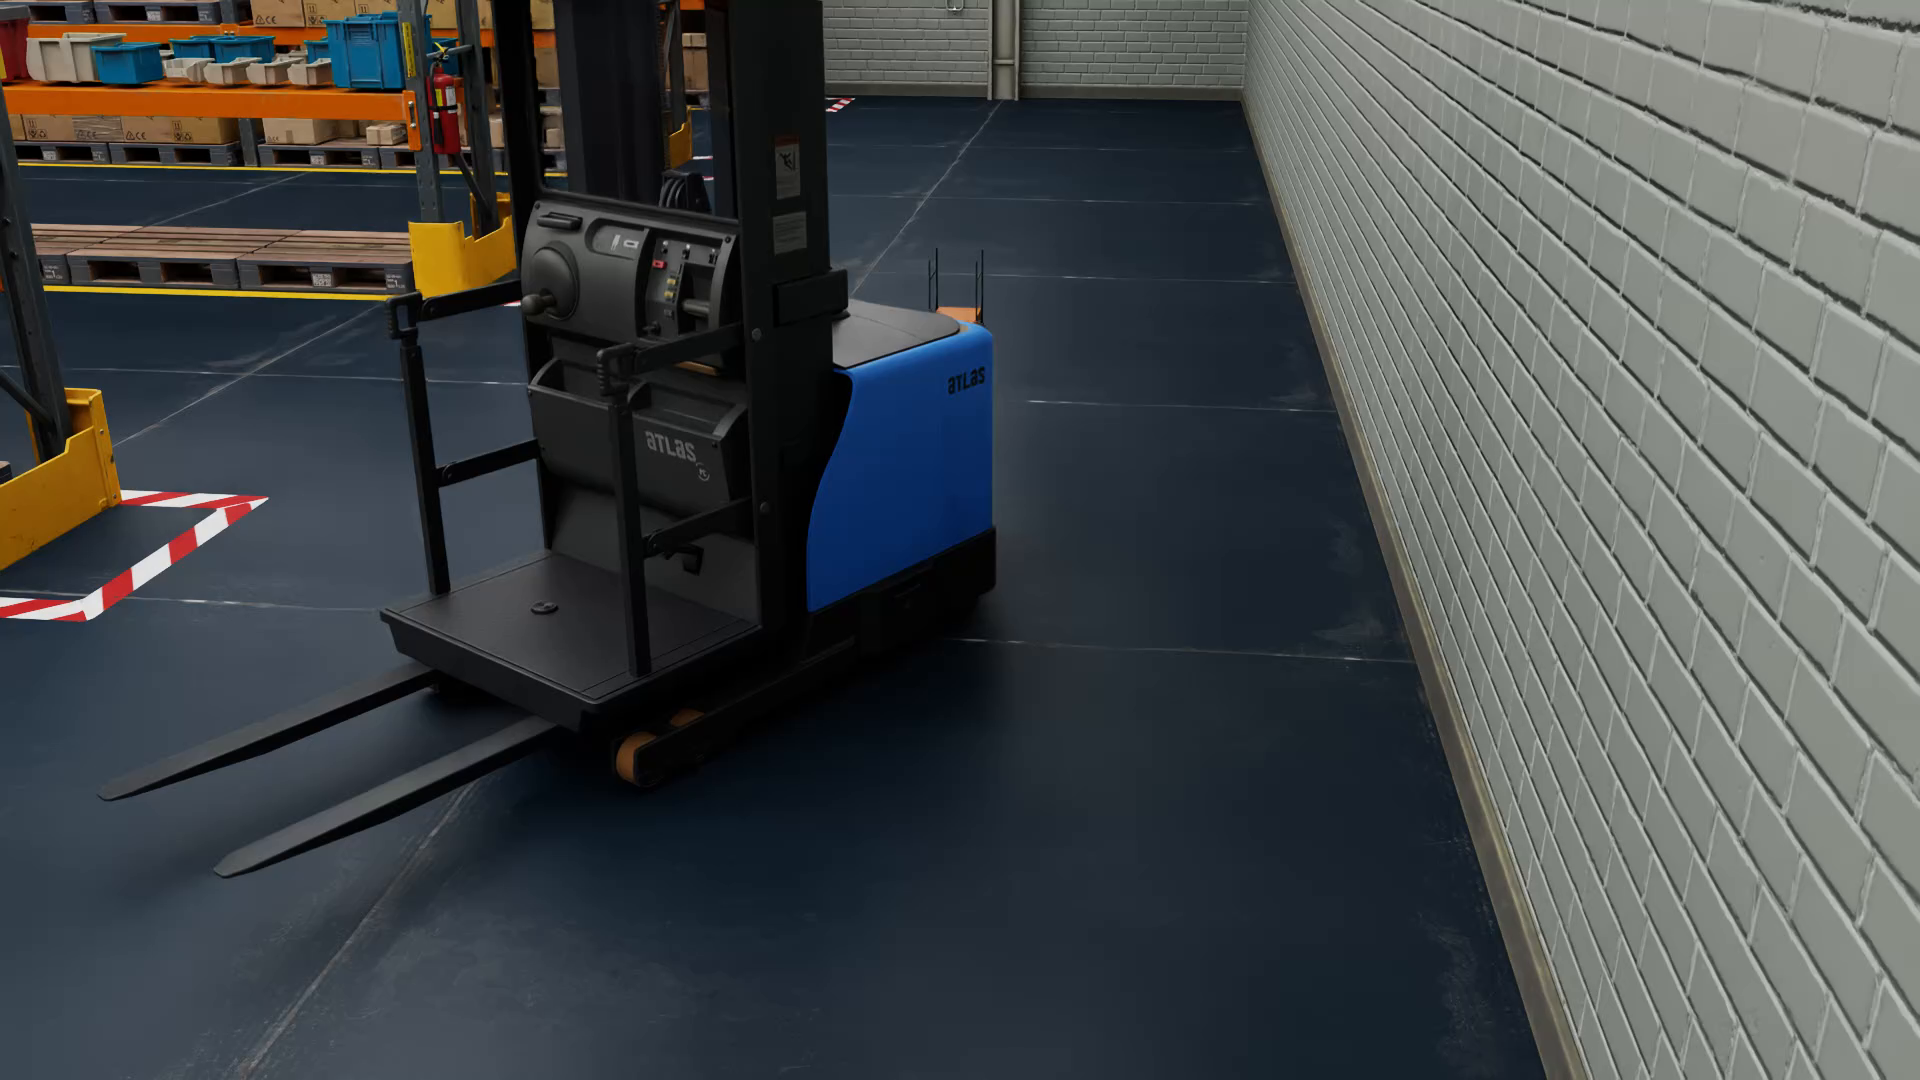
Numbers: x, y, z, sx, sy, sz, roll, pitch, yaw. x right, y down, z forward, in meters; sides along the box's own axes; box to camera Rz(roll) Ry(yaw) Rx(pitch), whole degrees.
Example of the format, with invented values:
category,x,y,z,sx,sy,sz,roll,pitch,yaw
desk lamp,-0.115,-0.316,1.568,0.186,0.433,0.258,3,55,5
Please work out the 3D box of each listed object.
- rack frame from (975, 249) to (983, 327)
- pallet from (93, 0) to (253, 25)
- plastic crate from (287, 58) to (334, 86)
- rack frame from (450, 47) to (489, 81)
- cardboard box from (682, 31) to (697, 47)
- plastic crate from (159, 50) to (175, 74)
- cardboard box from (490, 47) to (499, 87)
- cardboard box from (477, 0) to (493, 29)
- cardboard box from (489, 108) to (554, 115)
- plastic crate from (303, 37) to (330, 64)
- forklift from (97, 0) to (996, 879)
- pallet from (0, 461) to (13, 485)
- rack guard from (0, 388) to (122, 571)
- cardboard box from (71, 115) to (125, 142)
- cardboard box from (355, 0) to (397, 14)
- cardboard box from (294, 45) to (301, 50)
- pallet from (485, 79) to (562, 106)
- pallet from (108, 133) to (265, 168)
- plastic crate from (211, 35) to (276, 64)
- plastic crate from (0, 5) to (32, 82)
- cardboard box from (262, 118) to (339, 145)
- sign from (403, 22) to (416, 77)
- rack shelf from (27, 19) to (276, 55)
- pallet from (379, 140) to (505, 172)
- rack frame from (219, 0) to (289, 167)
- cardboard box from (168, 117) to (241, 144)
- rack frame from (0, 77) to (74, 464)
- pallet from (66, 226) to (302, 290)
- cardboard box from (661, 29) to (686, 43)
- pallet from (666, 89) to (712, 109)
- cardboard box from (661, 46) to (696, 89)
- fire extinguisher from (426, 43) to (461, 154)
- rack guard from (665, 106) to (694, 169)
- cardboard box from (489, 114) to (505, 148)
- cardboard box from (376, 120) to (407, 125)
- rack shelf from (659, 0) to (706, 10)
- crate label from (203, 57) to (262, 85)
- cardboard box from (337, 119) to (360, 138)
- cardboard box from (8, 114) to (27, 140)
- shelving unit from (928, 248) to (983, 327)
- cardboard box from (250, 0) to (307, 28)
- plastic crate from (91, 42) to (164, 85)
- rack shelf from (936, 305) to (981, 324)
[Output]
category,x,y,z,sx,sy,sz,roll,pitch,yaw
rack frame,0.076,-0.555,6.711,0.006,1.200,0.240,2,22,6
pallet,-7.555,-5.154,16.156,1.213,0.211,1.003,2,22,6
plastic crate,-4.220,-3.061,10.881,0.243,0.136,0.396,2,22,6
rack frame,-6.195,-6.977,20.508,0.127,3.000,1.000,2,22,6
cardboard box,-3.333,-6.082,20.191,0.250,0.149,0.380,3,22,8
plastic crate,-5.596,-3.300,11.483,0.466,0.136,0.293,2,22,6
cardboard box,-5.464,-5.940,20.714,0.500,0.500,0.700,3,22,7
cardboard box,-4.289,-5.007,15.388,0.500,0.500,0.500,3,22,7
cardboard box,-4.302,-4.092,16.351,0.500,0.250,0.500,2,22,6
plastic crate,-4.249,-3.296,11.344,0.300,0.233,0.416,2,22,6
forklift,-1.174,-0.819,5.024,1.130,2.935,3.031,16,27,35
pallet,-4.775,-0.088,6.875,1.213,0.211,1.003,2,22,6
rack guard,-3.948,-0.215,6.804,0.348,0.500,1.175,2,22,6
cardboard box,-8.286,-4.174,16.218,0.500,0.500,0.500,3,22,7
cardboard box,-5.295,-5.050,15.497,0.500,0.500,0.500,2,22,6
cardboard box,-8.583,-6.226,20.960,0.750,0.750,0.750,2,22,6
pallet,-5.449,-5.619,20.865,1.213,0.211,1.003,2,22,6
pallet,-7.587,-3.893,16.500,1.213,0.211,1.003,2,22,6
plastic crate,-4.903,-3.325,11.416,0.300,0.233,0.416,2,22,6
plastic crate,-6.504,-3.288,11.007,0.583,0.464,0.402,2,22,6
cardboard box,-6.383,-4.025,16.101,0.500,0.311,0.500,2,22,6
sign,-3.437,-3.061,10.381,0.005,0.325,0.100,2,22,6
rack shelf,-8.760,-4.920,16.284,4.000,0.370,1.077,2,22,6
pallet,-4.878,-3.790,16.238,1.213,0.211,1.003,2,22,6
rack frame,-6.774,-5.168,15.933,0.127,3.000,1.000,2,22,6
cardboard box,-7.298,-4.127,16.101,0.500,0.500,0.500,2,22,6
rack frame,-3.972,-1.379,6.347,0.127,3.000,1.000,2,22,6
pallet,-5.411,-1.994,11.696,1.213,0.211,1.003,2,22,6
cardboard box,-3.534,-6.233,20.571,0.250,0.149,0.380,3,22,7
pallet,-3.026,-5.513,20.598,1.213,0.211,1.003,2,22,6
cardboard box,-3.427,-5.852,20.492,0.500,0.500,0.700,2,22,6
fire extinguisher,-3.292,-2.805,10.568,0.183,0.674,0.296,2,22,6
rack guard,-2.878,-3.836,15.963,0.348,0.500,1.175,2,22,6
cardboard box,-4.311,-3.907,15.884,0.500,0.250,0.500,2,22,6
cardboard box,-5.430,-4.169,16.464,0.500,0.311,0.500,2,22,6
rack shelf,-4.209,-6.556,20.421,4.000,0.370,1.077,2,22,6
crate label,-4.785,-3.082,10.934,0.243,0.136,0.396,2,22,6
cardboard box,-6.175,-4.289,16.511,0.500,0.500,0.500,2,22,6
cardboard box,-9.310,-4.215,16.324,0.500,0.500,0.500,2,22,6
shelving unit,-0.014,-0.559,6.721,0.189,1.200,0.258,2,22,6
cardboard box,-6.300,-5.093,15.607,0.500,0.500,0.500,3,22,8
plastic crate,-5.458,-3.132,10.929,0.300,0.233,0.416,2,22,6
rack shelf,-0.014,-0.852,6.605,0.180,0.103,0.258,2,22,6
